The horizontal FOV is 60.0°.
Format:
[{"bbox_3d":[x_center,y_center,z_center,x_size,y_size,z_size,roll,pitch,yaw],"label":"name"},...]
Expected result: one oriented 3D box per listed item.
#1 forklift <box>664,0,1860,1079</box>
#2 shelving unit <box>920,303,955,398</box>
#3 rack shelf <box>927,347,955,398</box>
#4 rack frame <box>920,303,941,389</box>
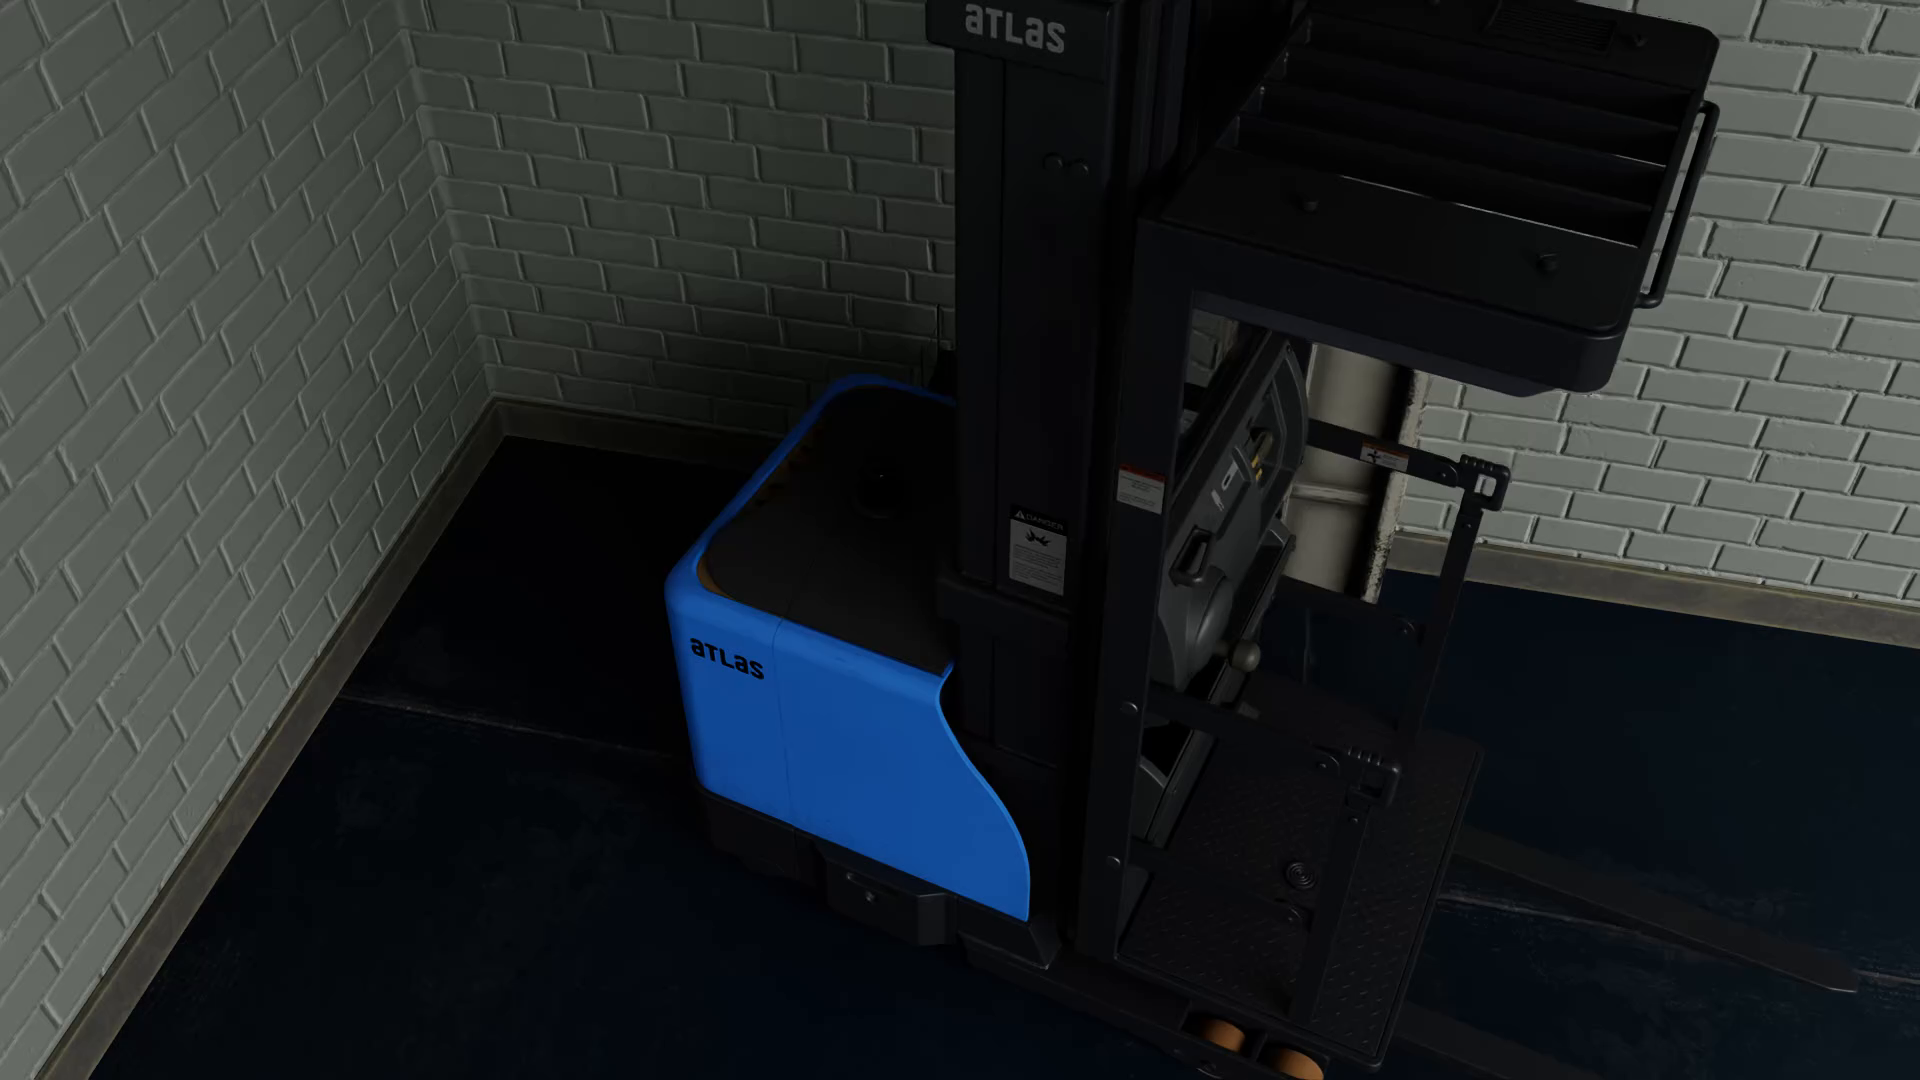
[{"bbox_3d":[0.802,-0.030,3.667,3.031,2.935,1.130,19,47,18],"label":"forklift"},{"bbox_3d":[0.008,-0.323,5.437,0.210,0.900,0.258,9,45,9],"label":"shelving unit"},{"bbox_3d":[0.008,-0.493,5.273,0.200,0.077,0.258,9,45,9],"label":"rack shelf"},{"bbox_3d":[-0.091,-0.338,5.453,0.006,0.900,0.240,9,45,9],"label":"rack frame"}]
